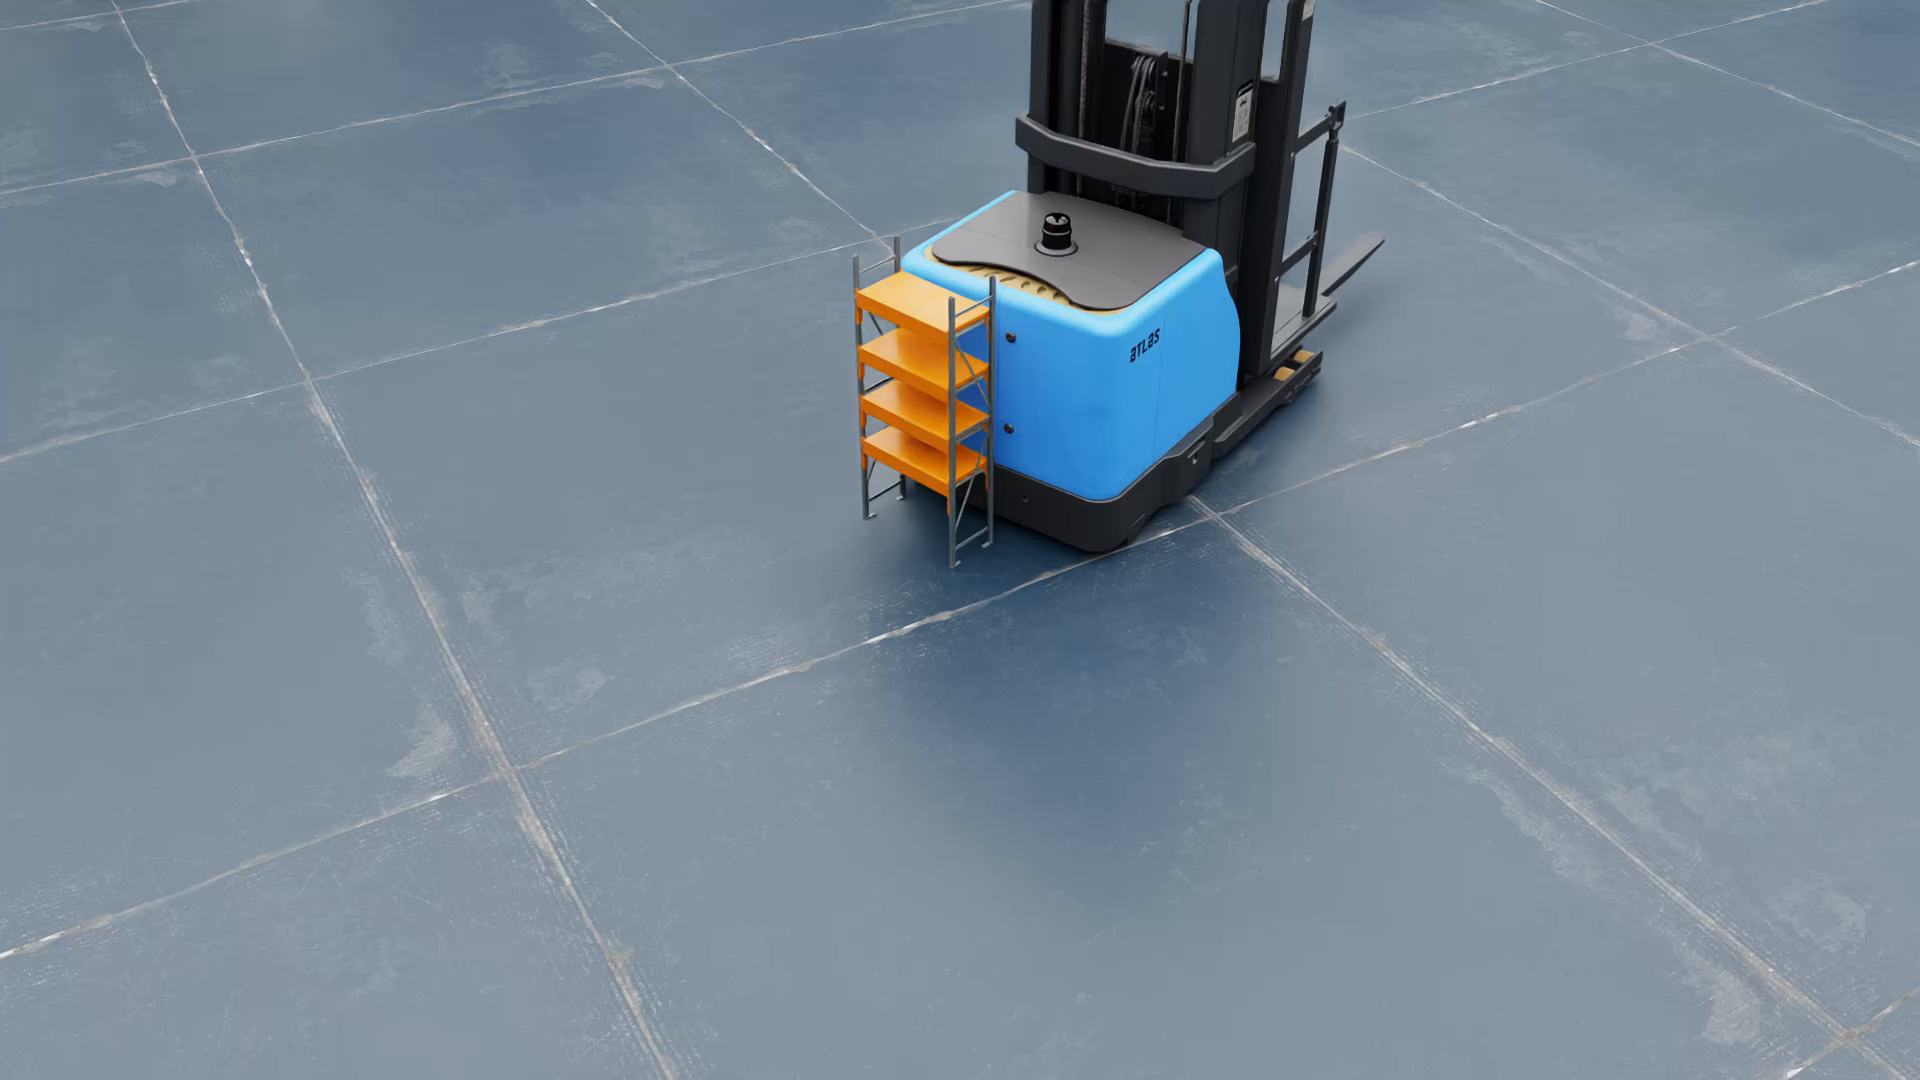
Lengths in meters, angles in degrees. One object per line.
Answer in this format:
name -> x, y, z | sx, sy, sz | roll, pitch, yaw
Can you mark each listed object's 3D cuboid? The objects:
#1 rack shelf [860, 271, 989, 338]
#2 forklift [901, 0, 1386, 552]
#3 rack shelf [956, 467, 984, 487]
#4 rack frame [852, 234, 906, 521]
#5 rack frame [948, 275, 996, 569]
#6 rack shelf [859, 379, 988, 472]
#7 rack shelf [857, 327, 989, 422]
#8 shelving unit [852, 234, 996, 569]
rack shelf -> -0.134, -0.870, 6.191 | 0.457, 0.050, 0.221 | 29, 45, 33
forklift -> 1.024, -1.957, 6.945 | 1.130, 2.935, 3.031 | 23, 42, 28
rack shelf -> -0.134, -0.330, 6.586 | 0.442, 0.029, 0.199 | 29, 45, 33
rack frame -> -0.314, -0.619, 6.580 | 0.015, 1.200, 0.240 | 29, 45, 33
rack frame -> 0.045, -0.423, 6.313 | 0.015, 1.200, 0.240 | 29, 45, 33
rack shelf -> -0.134, -0.467, 6.486 | 0.480, 0.148, 0.258 | 29, 45, 33
rack shelf -> -0.134, -0.647, 6.354 | 0.480, 0.148, 0.258 | 29, 45, 33
shelving unit -> -0.134, -0.521, 6.446 | 0.503, 1.200, 0.258 | 29, 45, 33
